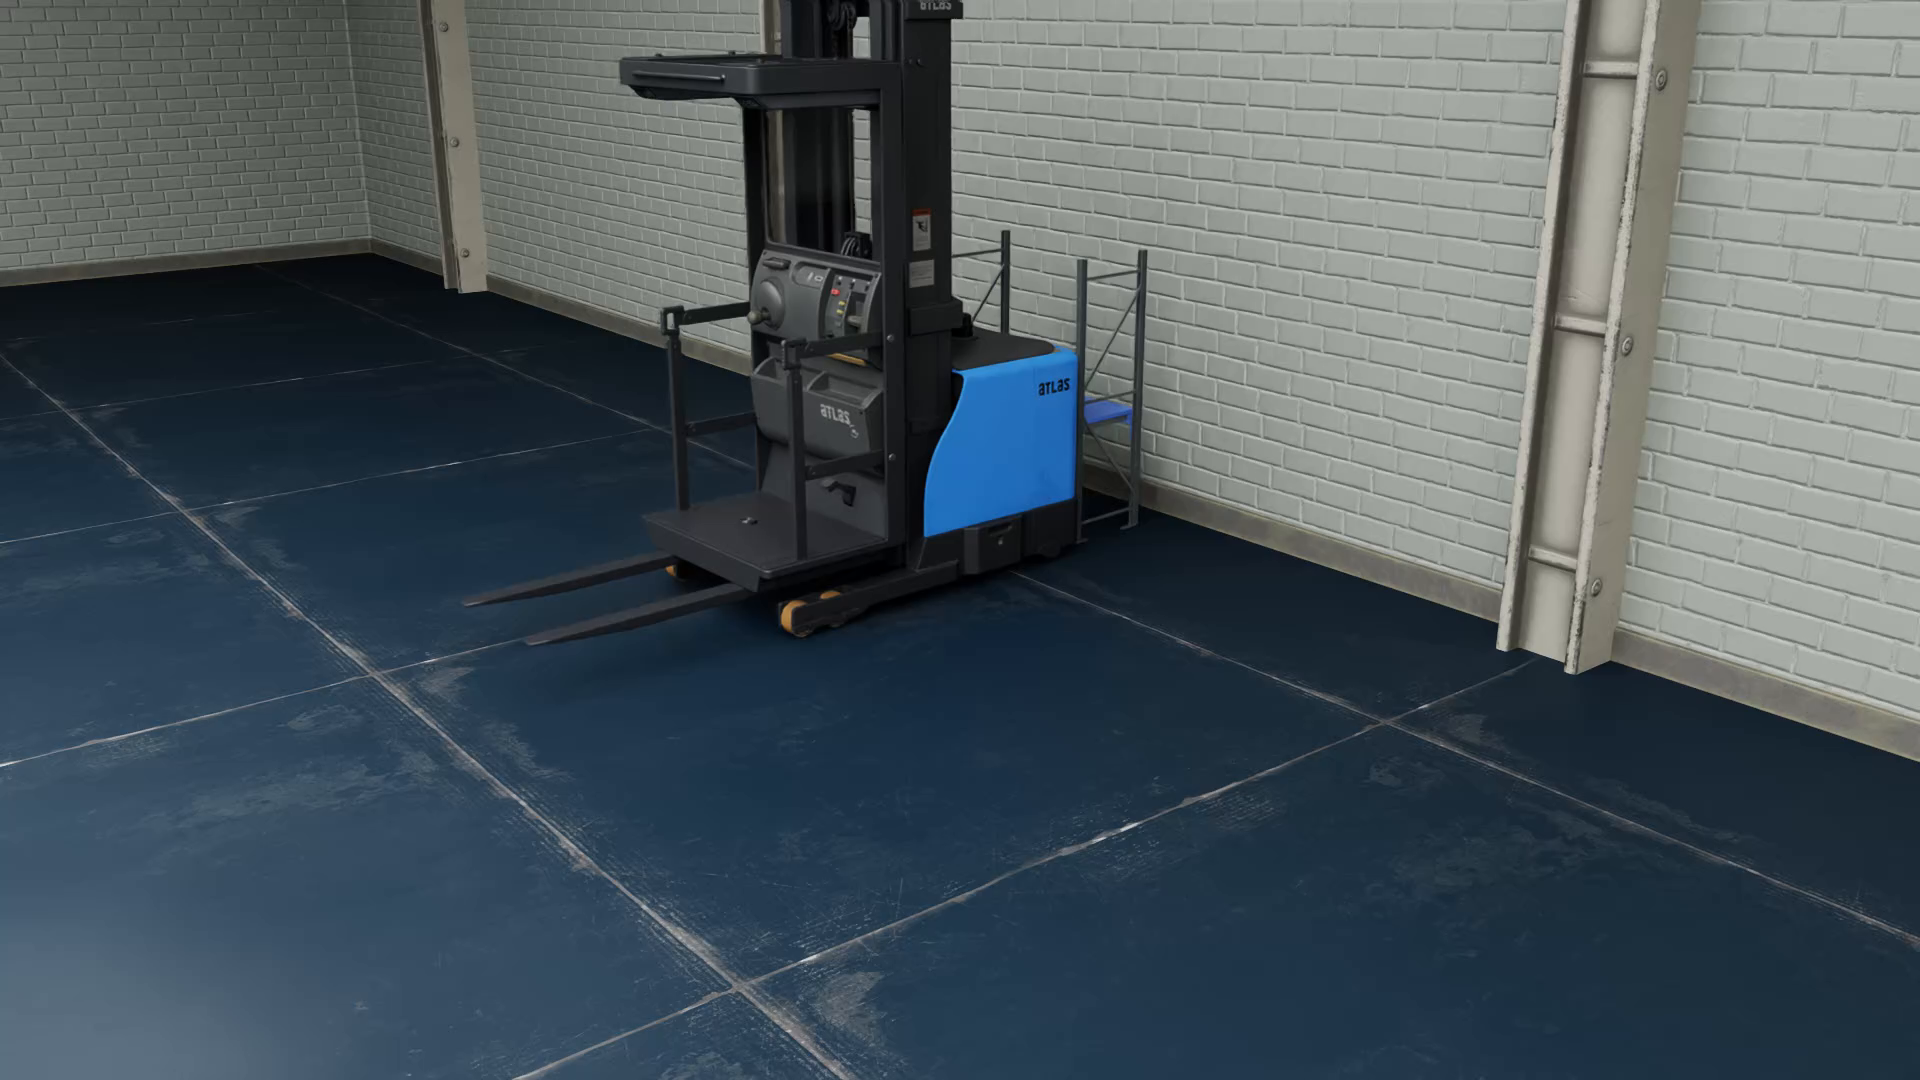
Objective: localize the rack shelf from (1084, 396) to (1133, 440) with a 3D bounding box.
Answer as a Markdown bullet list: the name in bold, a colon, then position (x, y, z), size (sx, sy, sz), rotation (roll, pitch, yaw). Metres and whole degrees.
- **rack shelf**: position (0.436, -0.691, 9.134), size (0.538, 0.185, 1.000), rotation (-16, 24, -40)

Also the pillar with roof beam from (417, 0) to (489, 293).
- **pillar with roof beam**: position (-8.197, -5.889, 12.332), size (9.100, 9.000, 0.400), rotation (-14, 23, -36)

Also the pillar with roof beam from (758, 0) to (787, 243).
- **pillar with roof beam**: position (-4.472, -4.411, 7.867), size (9.100, 9.000, 0.400), rotation (-14, 23, -36)

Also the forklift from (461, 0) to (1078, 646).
- **forklift**: position (-0.838, -1.137, 7.634), size (3.031, 2.935, 1.130), rotation (-15, 24, -38)

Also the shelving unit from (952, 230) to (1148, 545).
- **shelving unit**: position (0.436, -0.861, 9.078), size (0.538, 1.500, 1.048), rotation (-16, 24, -40)

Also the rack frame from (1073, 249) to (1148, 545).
- **rack frame**: position (0.782, -0.744, 8.724), size (0.500, 1.500, 0.032), rotation (-16, 24, -40)

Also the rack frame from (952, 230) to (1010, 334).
- **rack frame**: position (0.090, -0.978, 9.431), size (0.500, 1.500, 0.032), rotation (-16, 24, -40)

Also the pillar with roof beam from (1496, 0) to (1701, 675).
- **pillar with roof beam**: position (-0.746, -2.932, 3.402), size (9.100, 9.000, 0.400), rotation (-14, 23, -36)
